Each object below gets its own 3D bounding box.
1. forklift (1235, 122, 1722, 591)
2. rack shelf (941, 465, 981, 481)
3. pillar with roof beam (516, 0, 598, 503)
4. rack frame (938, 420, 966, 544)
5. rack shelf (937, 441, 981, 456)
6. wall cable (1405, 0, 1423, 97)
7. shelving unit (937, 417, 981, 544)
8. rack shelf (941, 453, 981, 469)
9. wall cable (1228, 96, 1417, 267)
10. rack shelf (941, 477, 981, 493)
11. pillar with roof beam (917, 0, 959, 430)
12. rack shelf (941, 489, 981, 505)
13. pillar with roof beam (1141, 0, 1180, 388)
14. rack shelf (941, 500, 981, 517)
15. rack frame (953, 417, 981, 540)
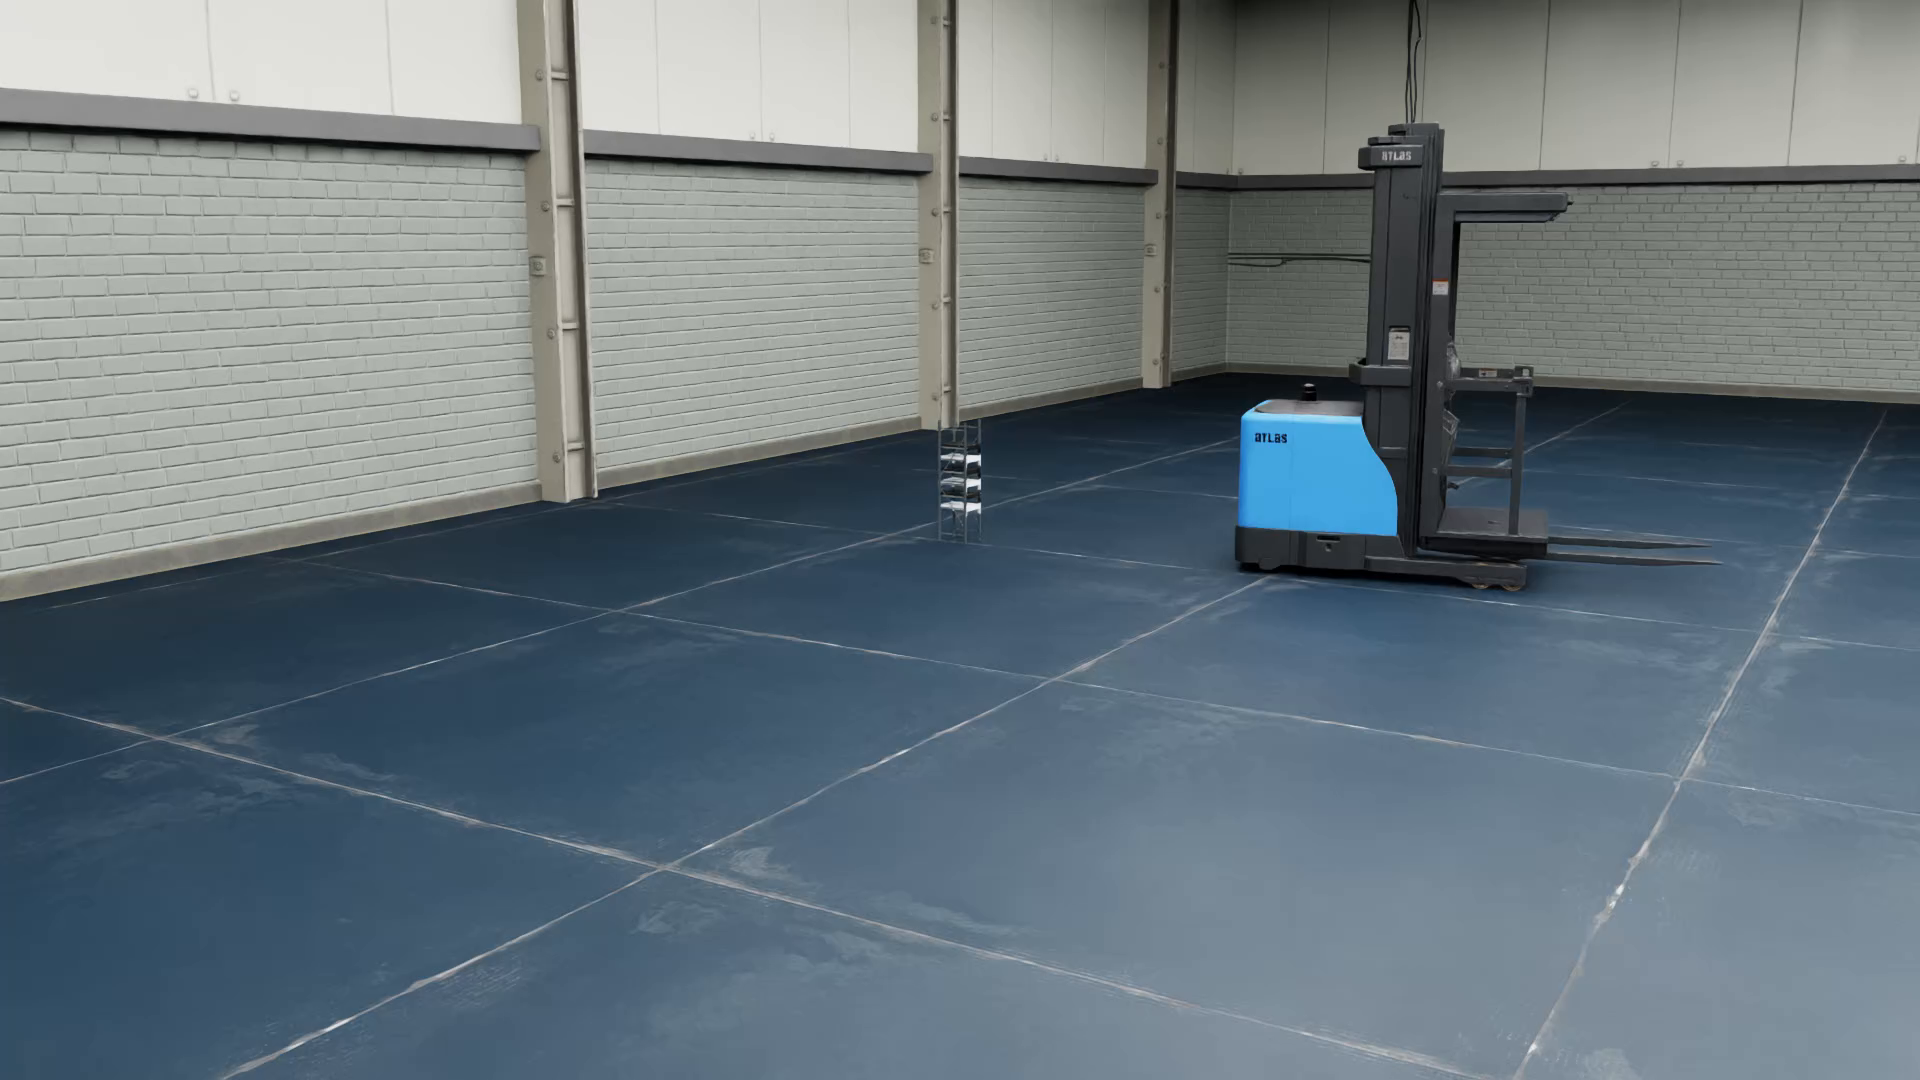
[{"bbox_3d":[3.435,-1.224,10.944,3.031,2.935,1.130,4,11,19],"label":"forklift"},{"bbox_3d":[-0.004,-0.497,12.269,0.258,0.077,0.200,6,12,31],"label":"rack shelf"},{"bbox_3d":[0.321,-4.370,11.257,9.100,9.000,0.400,6,12,31],"label":"pillar with roof beam"},{"bbox_3d":[-0.057,-0.425,12.194,0.240,0.900,0.006,6,12,31],"label":"rack frame"},{"bbox_3d":[-0.004,-0.674,12.236,0.258,0.077,0.200,6,12,31],"label":"rack shelf"},{"bbox_3d":[7.844,-7.703,23.775,3.097,2.526,0.112,6,12,31],"label":"wall cable"},{"bbox_3d":[-0.004,-0.441,12.279,0.258,0.900,0.210,6,12,31],"label":"shelving unit"},{"bbox_3d":[-0.004,-0.585,12.252,0.258,0.077,0.200,6,12,31],"label":"rack shelf"},{"bbox_3d":[5.532,-5.479,25.620,3.097,2.526,0.112,6,12,31],"label":"wall cable"},{"bbox_3d":[-0.004,-0.408,12.285,0.258,0.077,0.200,6,12,31],"label":"rack shelf"},{"bbox_3d":[3.436,-5.314,16.297,9.100,9.000,0.400,6,12,31],"label":"pillar with roof beam"},{"bbox_3d":[-0.004,-0.320,12.302,0.258,0.077,0.200,6,12,31],"label":"rack shelf"},{"bbox_3d":[6.552,-6.257,21.338,9.100,9.000,0.400,6,12,31],"label":"pillar with roof beam"},{"bbox_3d":[-0.004,-0.231,12.318,0.258,0.077,0.200,6,12,31],"label":"rack shelf"},{"bbox_3d":[0.049,-0.457,12.364,0.240,0.900,0.006,6,12,31],"label":"rack frame"}]
